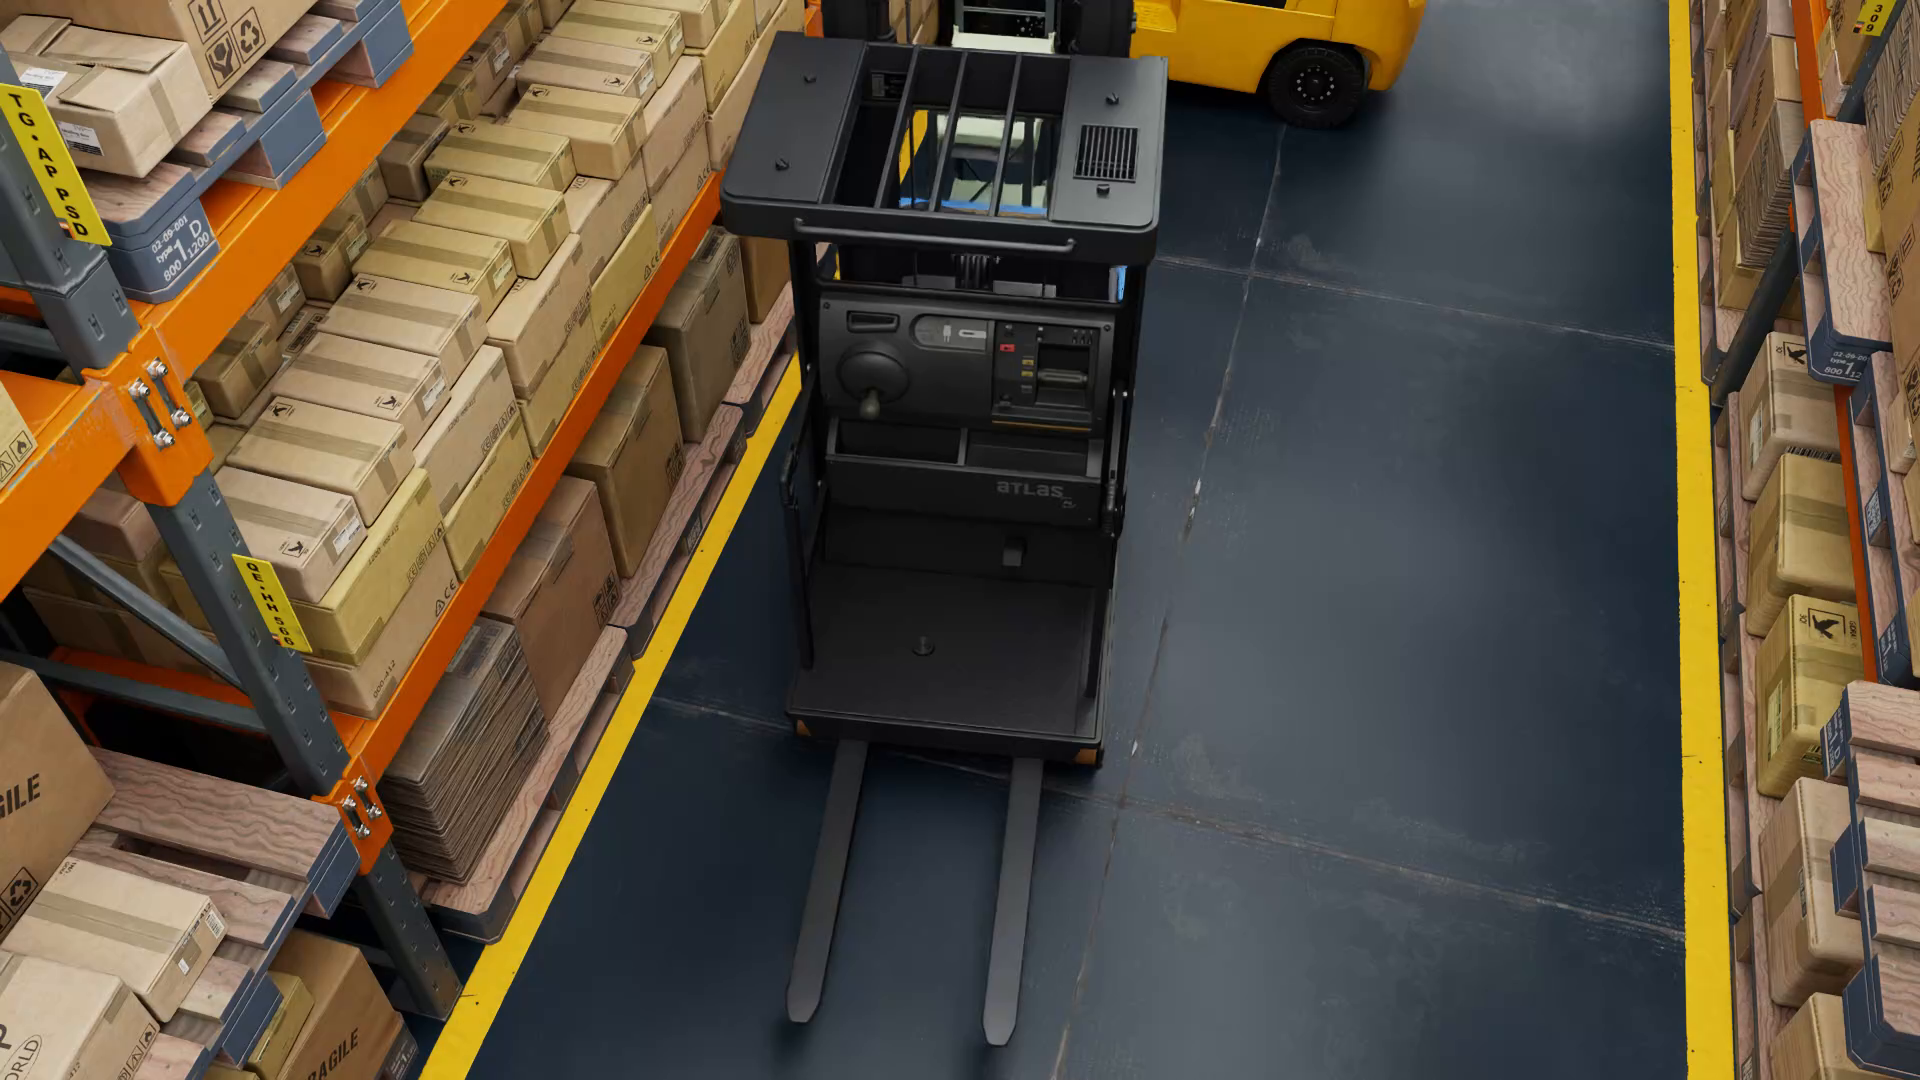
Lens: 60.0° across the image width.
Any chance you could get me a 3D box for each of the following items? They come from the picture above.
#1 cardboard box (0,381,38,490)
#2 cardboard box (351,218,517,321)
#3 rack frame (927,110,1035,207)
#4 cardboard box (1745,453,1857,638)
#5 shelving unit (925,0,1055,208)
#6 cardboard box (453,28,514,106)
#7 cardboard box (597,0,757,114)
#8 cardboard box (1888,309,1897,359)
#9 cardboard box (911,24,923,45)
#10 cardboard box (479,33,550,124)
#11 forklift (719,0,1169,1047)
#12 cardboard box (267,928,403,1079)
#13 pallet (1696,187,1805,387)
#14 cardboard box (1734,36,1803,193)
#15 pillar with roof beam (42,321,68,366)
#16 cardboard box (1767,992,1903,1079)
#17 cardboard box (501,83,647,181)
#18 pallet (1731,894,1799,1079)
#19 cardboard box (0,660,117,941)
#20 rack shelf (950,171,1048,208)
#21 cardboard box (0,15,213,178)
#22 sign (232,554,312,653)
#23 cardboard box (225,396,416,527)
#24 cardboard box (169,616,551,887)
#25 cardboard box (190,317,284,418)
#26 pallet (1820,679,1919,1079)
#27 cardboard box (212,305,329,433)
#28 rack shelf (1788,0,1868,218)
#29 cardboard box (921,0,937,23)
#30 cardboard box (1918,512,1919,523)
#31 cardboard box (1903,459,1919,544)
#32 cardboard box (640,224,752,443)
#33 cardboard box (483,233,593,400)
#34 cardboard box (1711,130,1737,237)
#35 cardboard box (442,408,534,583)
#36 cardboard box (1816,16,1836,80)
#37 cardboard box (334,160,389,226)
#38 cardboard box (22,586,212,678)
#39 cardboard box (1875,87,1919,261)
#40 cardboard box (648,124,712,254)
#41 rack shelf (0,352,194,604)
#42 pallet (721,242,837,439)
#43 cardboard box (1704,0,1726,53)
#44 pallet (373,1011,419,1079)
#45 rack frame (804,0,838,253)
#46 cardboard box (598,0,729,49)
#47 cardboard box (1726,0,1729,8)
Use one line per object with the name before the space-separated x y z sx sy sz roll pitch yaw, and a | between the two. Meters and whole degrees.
cardboard box | -2.006 -0.119 2.872 0.500 0.250 0.500 10 49 9
cardboard box | -1.532 -0.778 4.856 0.380 0.149 0.250 12 50 10
rack frame | 0.078 -1.152 6.682 0.400 1.500 0.023 6 49 5
cardboard box | 3.415 0.120 6.035 0.950 0.372 0.625 14 50 12
shelving unit | 0.128 -1.423 6.923 0.431 1.500 0.755 6 49 5
cardboard box | -1.739 -1.612 5.592 0.380 0.149 0.250 11 50 10
cardboard box | -1.064 -1.825 6.045 0.500 0.250 0.500 10 49 9
cardboard box | 3.104 -0.653 5.132 0.380 0.149 0.250 12 50 11
cardboard box | -0.487 -2.372 8.316 0.500 0.250 0.500 11 49 9
cardboard box | -1.721 -1.557 5.809 0.500 0.250 0.500 10 49 9
forklift | -0.008 -0.451 5.112 1.130 2.935 3.031 5 49 5
cardboard box | -2.009 1.442 4.783 0.500 0.500 0.500 13 50 11
pallet | 3.880 -1.081 7.482 1.003 0.211 1.213 12 50 10
cardboard box | 3.766 -1.838 7.344 0.500 0.500 0.500 12 50 11
pillar with roof beam | 1.521 -1.851 2.301 9.100 9.000 0.400 12 50 10
cardboard box | 2.843 1.706 4.635 0.950 0.372 0.625 9 49 7
cardboard box | -1.231 -1.308 5.323 0.380 0.149 0.250 10 49 9
pallet | 2.891 1.740 4.993 1.003 0.211 1.213 12 50 10
cardboard box | -2.392 0.575 3.814 0.500 0.500 0.500 14 50 12
rack shelf | 0.128 -1.207 7.167 0.431 0.370 0.720 6 49 5
cardboard box | -1.721 -0.874 3.248 0.380 0.166 0.250 11 50 10
sign | -1.579 0.149 3.818 0.100 0.325 0.005 12 50 10
cardboard box | -1.668 -0.208 4.353 0.380 0.149 0.250 13 50 11
cardboard box | -1.928 0.604 5.439 0.875 0.625 0.625 13 50 11
cardboard box | -2.127 -0.504 4.614 0.380 0.149 0.250 12 50 10
pallet | 2.769 0.909 3.994 1.213 0.211 1.003 12 50 10
cardboard box | -2.122 -0.460 4.841 0.500 0.250 0.500 12 50 10
rack shelf | 4.263 -2.720 7.548 1.077 0.370 4.000 12 50 10
cardboard box | -0.353 -2.898 8.446 0.500 0.250 0.500 11 50 10
cardboard box | 2.793 -0.014 4.135 0.500 0.500 0.500 9 49 7
cardboard box | 2.875 -0.094 4.638 0.380 0.149 0.250 10 49 9
cardboard box | -1.391 -0.902 6.768 0.875 0.625 0.625 11 50 10
cardboard box | -1.465 -0.720 5.070 0.500 0.250 0.500 10 49 9
cardboard box | 3.764 -1.608 7.641 0.500 0.250 0.500 10 49 9
cardboard box | -1.616 -0.181 4.928 0.500 0.250 0.500 11 49 9
cardboard box | 3.587 -1.903 6.515 0.380 0.149 0.250 13 50 11
cardboard box | -2.001 -1.066 5.110 0.380 0.149 0.250 11 49 9
cardboard box | -2.234 0.079 4.698 0.500 0.250 0.500 11 49 9
cardboard box | 3.206 -1.137 5.126 0.500 0.500 0.500 12 50 10
cardboard box | -1.220 -1.304 5.919 0.500 0.250 0.500 12 50 10
rack shelf | -2.632 1.097 2.179 1.077 0.370 4.000 12 50 10
pallet | -1.209 -1.025 7.432 1.003 0.211 1.213 12 50 10
cardboard box | 4.169 -2.737 8.638 0.500 0.250 0.500 13 50 11
pallet | -2.338 1.861 4.886 1.003 0.211 1.213 12 50 10
rack frame | -1.053 -2.488 6.864 1.000 3.000 0.127 12 50 10
cardboard box | -1.035 -1.872 5.821 0.380 0.149 0.250 10 49 9
cardboard box | 4.172 -2.956 8.331 0.500 0.500 0.500 10 49 9
